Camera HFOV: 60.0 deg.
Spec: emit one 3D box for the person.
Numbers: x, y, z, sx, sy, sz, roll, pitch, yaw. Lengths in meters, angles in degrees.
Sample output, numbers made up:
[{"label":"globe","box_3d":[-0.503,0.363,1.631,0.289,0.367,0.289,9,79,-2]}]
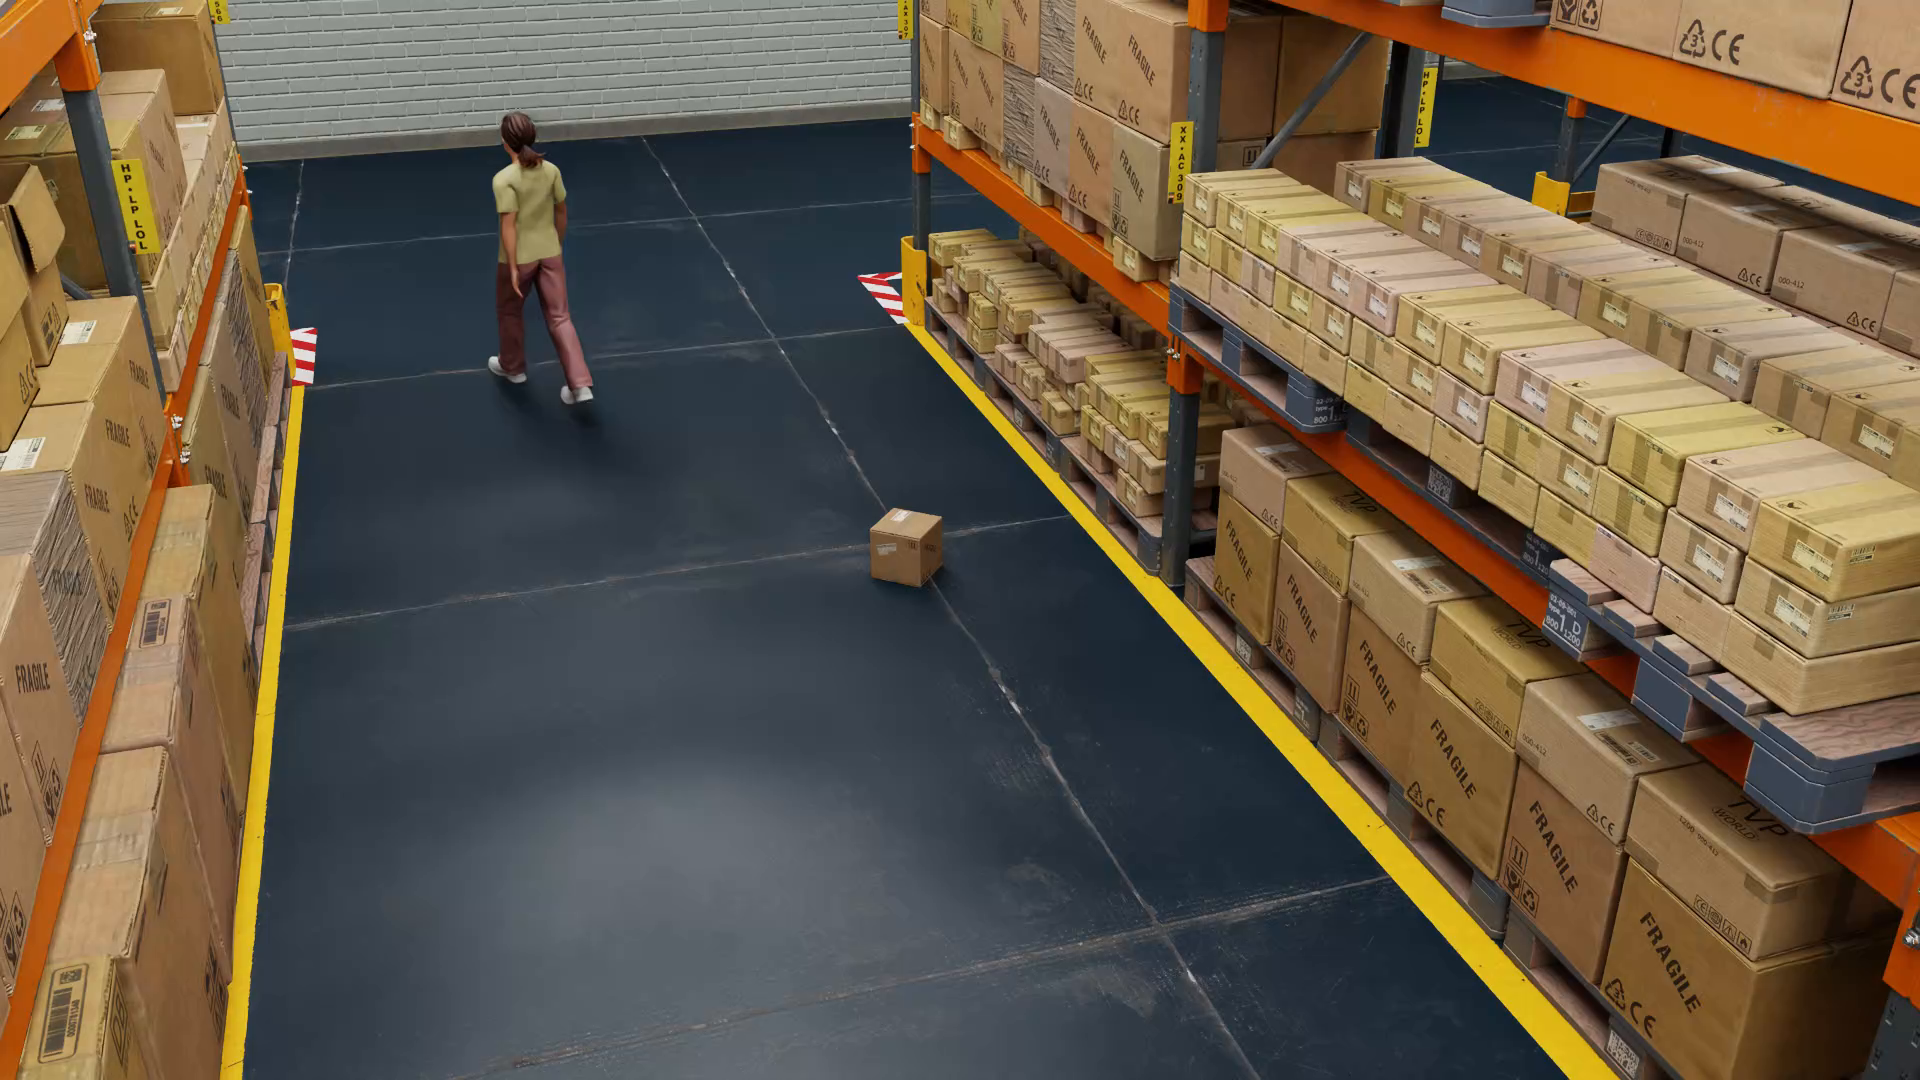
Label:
[{"label":"person","box_3d":[-2.382,-1.588,9.318,0.458,1.617,1.057,-19,32,-33]}]
